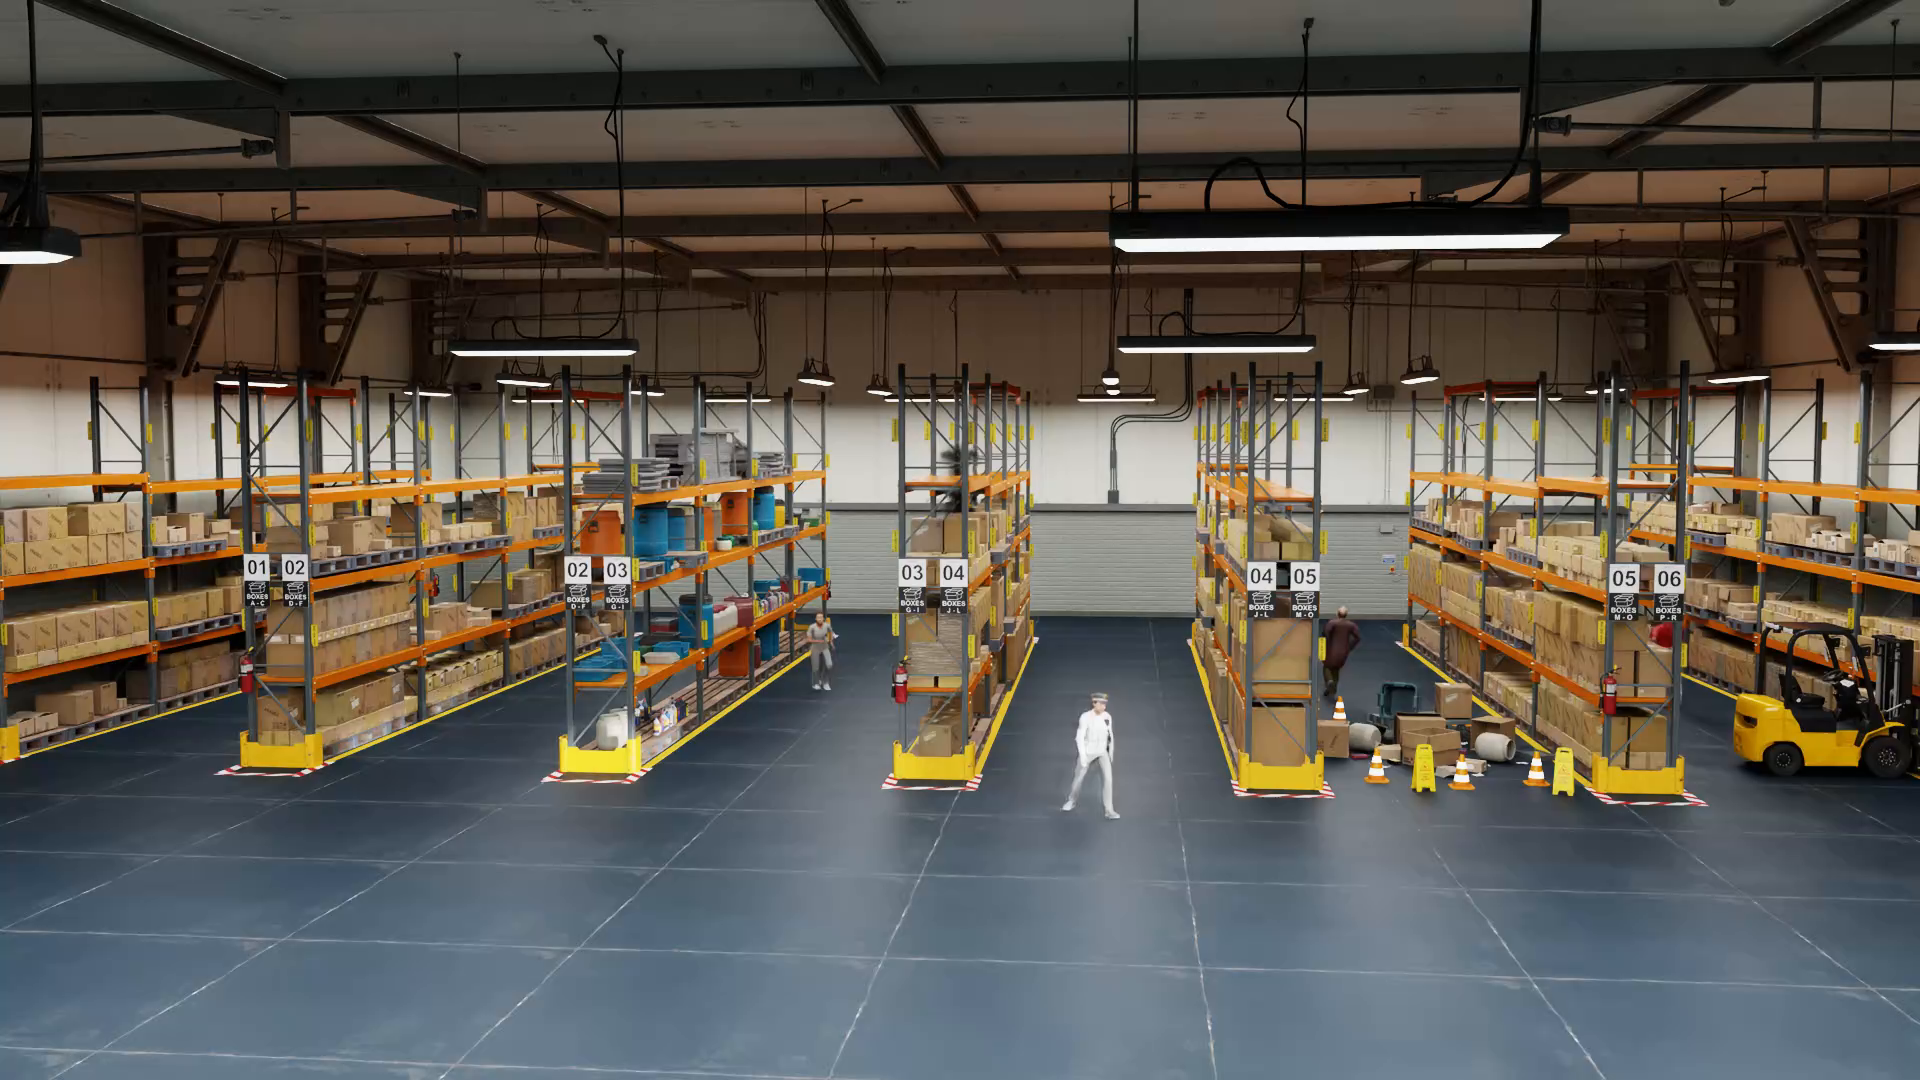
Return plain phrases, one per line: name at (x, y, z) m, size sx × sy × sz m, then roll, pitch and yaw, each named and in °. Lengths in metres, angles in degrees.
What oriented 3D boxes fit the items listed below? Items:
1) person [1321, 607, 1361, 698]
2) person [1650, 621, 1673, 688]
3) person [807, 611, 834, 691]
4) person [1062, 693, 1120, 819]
person at (7.190, 2.219, 31.419) m, size 0.761 × 1.542 × 0.630 m, roll 0°, pitch 4°, yaw 0°
person at (12.977, 2.170, 30.719) m, size 0.659 × 1.695 × 0.926 m, roll 0°, pitch 4°, yaw -4°
person at (-2.695, 2.142, 32.143) m, size 0.572 × 1.570 × 0.886 m, roll -1°, pitch 4°, yaw -17°
person at (1.732, 2.786, 21.749) m, size 0.661 × 1.615 × 0.849 m, roll -1°, pitch 4°, yaw -16°
